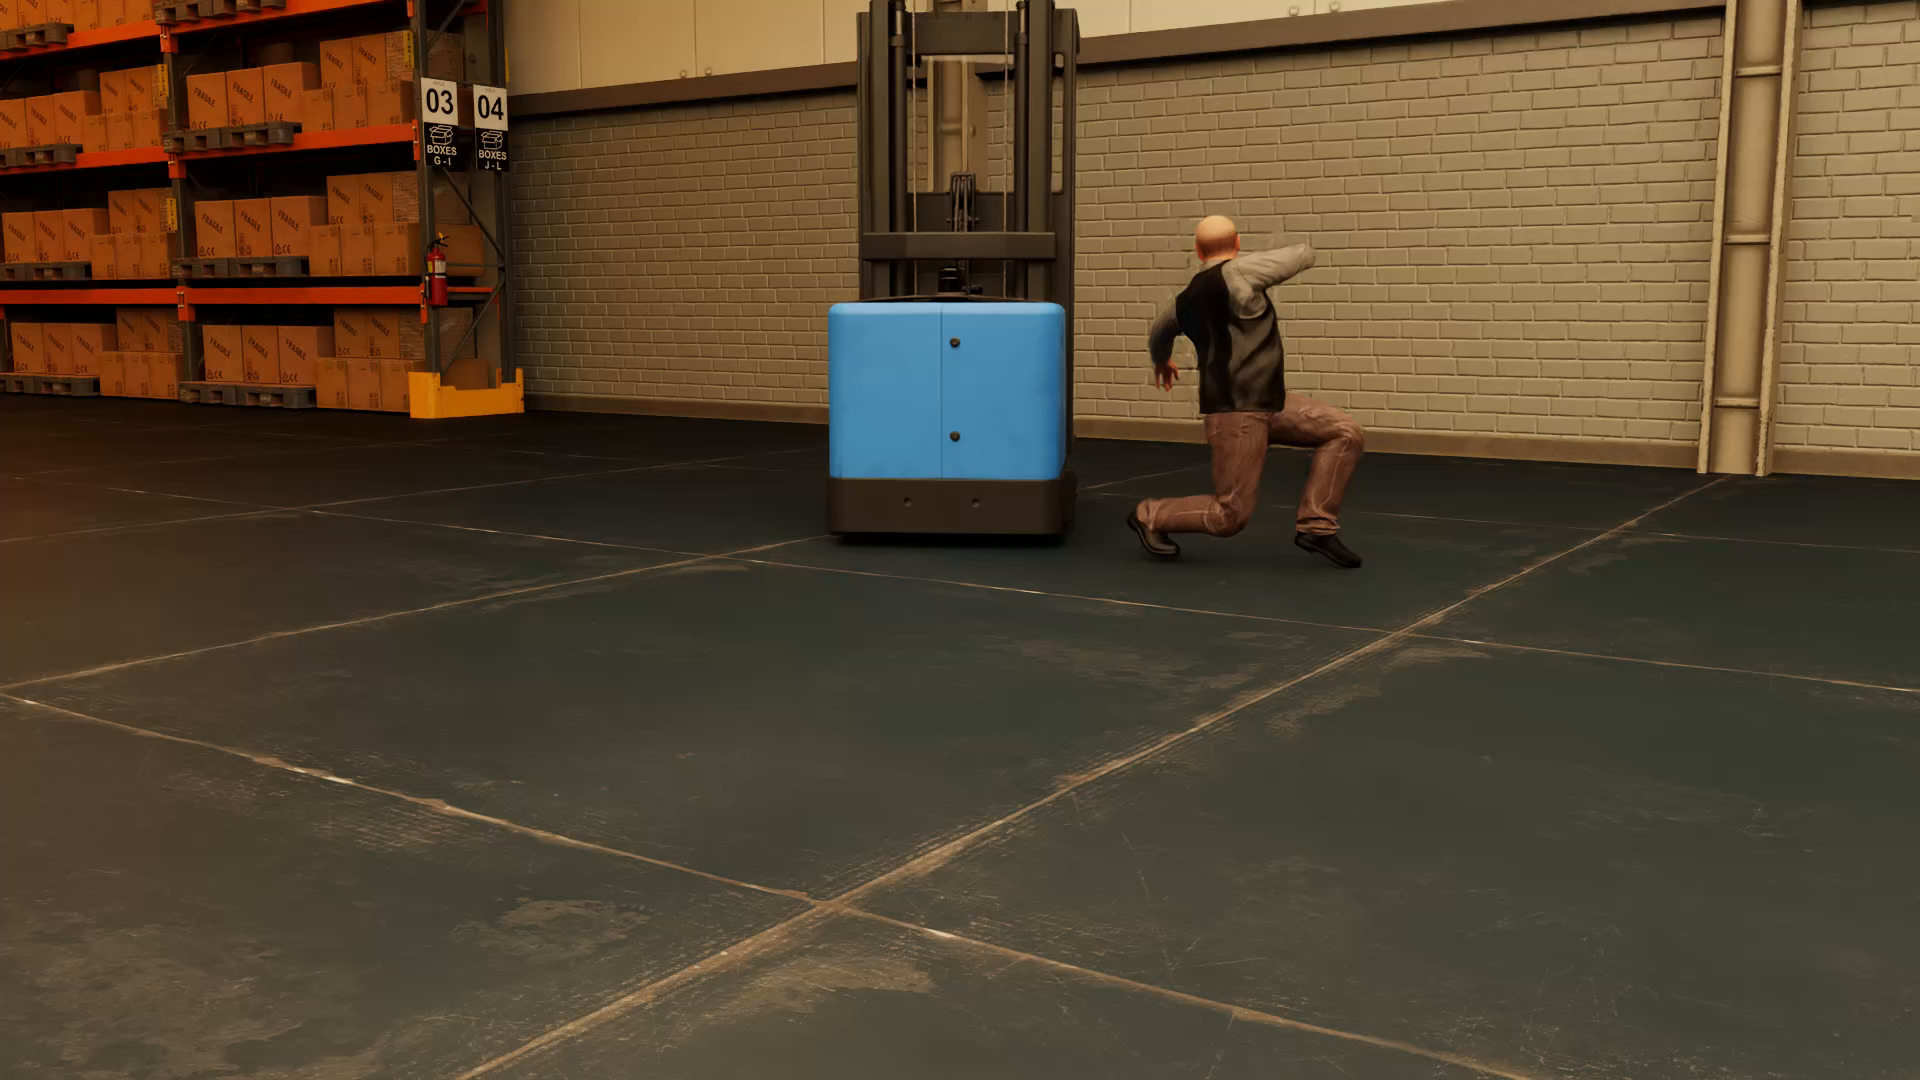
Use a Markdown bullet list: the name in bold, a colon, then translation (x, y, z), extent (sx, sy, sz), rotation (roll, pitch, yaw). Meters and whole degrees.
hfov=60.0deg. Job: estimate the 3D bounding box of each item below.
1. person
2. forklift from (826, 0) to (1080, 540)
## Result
- **person**: translation (1.202, -0.633, 6.976), extent (0.972, 1.427, 0.887), rotation (2, 8, 11)
- **forklift**: translation (0.056, -1.620, 8.588), extent (1.130, 2.935, 3.031), rotation (1, 8, 5)
